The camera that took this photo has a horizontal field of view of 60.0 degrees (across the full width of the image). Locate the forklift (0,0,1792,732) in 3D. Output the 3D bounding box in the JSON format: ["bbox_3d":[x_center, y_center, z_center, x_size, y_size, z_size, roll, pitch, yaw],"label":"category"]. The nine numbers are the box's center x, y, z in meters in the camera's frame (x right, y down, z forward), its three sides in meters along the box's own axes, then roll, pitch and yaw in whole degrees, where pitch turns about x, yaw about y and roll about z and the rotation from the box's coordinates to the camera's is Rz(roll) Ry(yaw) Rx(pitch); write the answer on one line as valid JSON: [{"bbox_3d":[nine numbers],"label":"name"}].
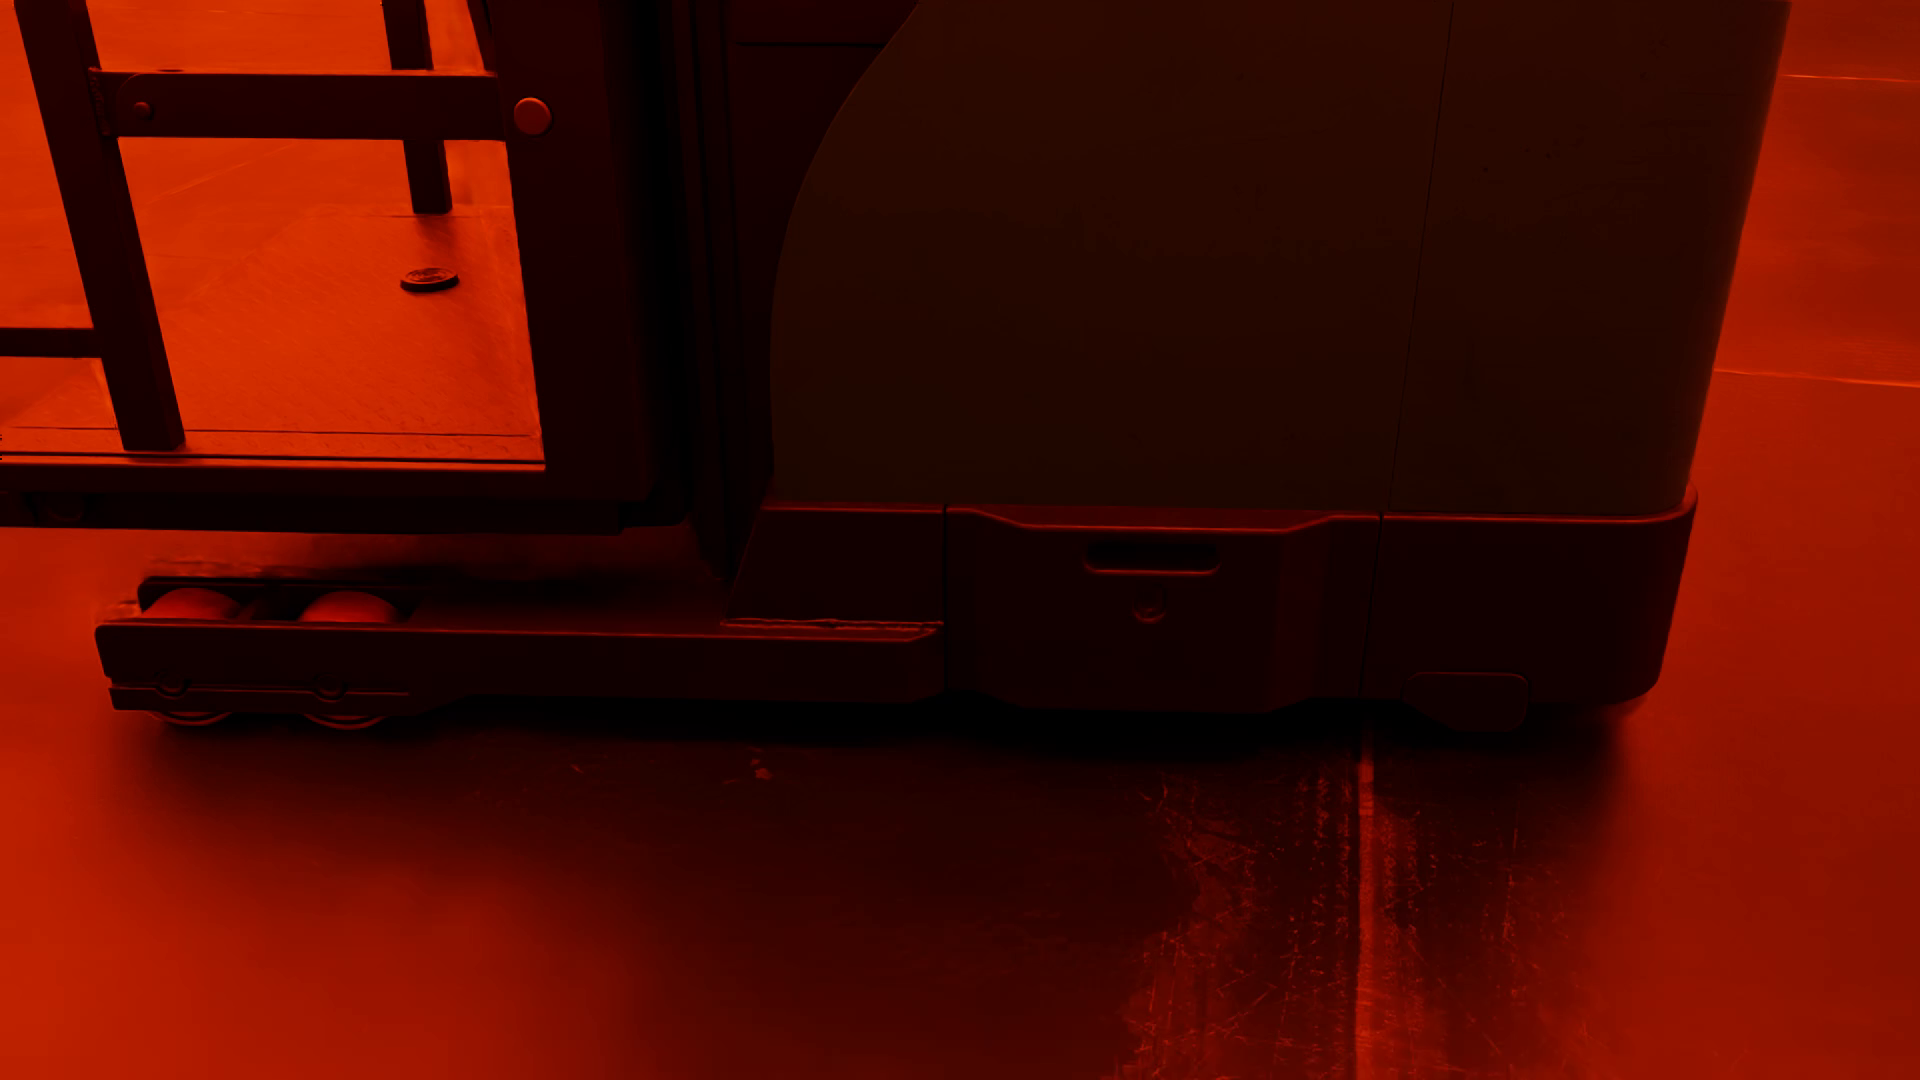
[{"bbox_3d":[-0.642,-1.313,1.849,3.031,2.935,1.130,1,27,2],"label":"forklift"}]
